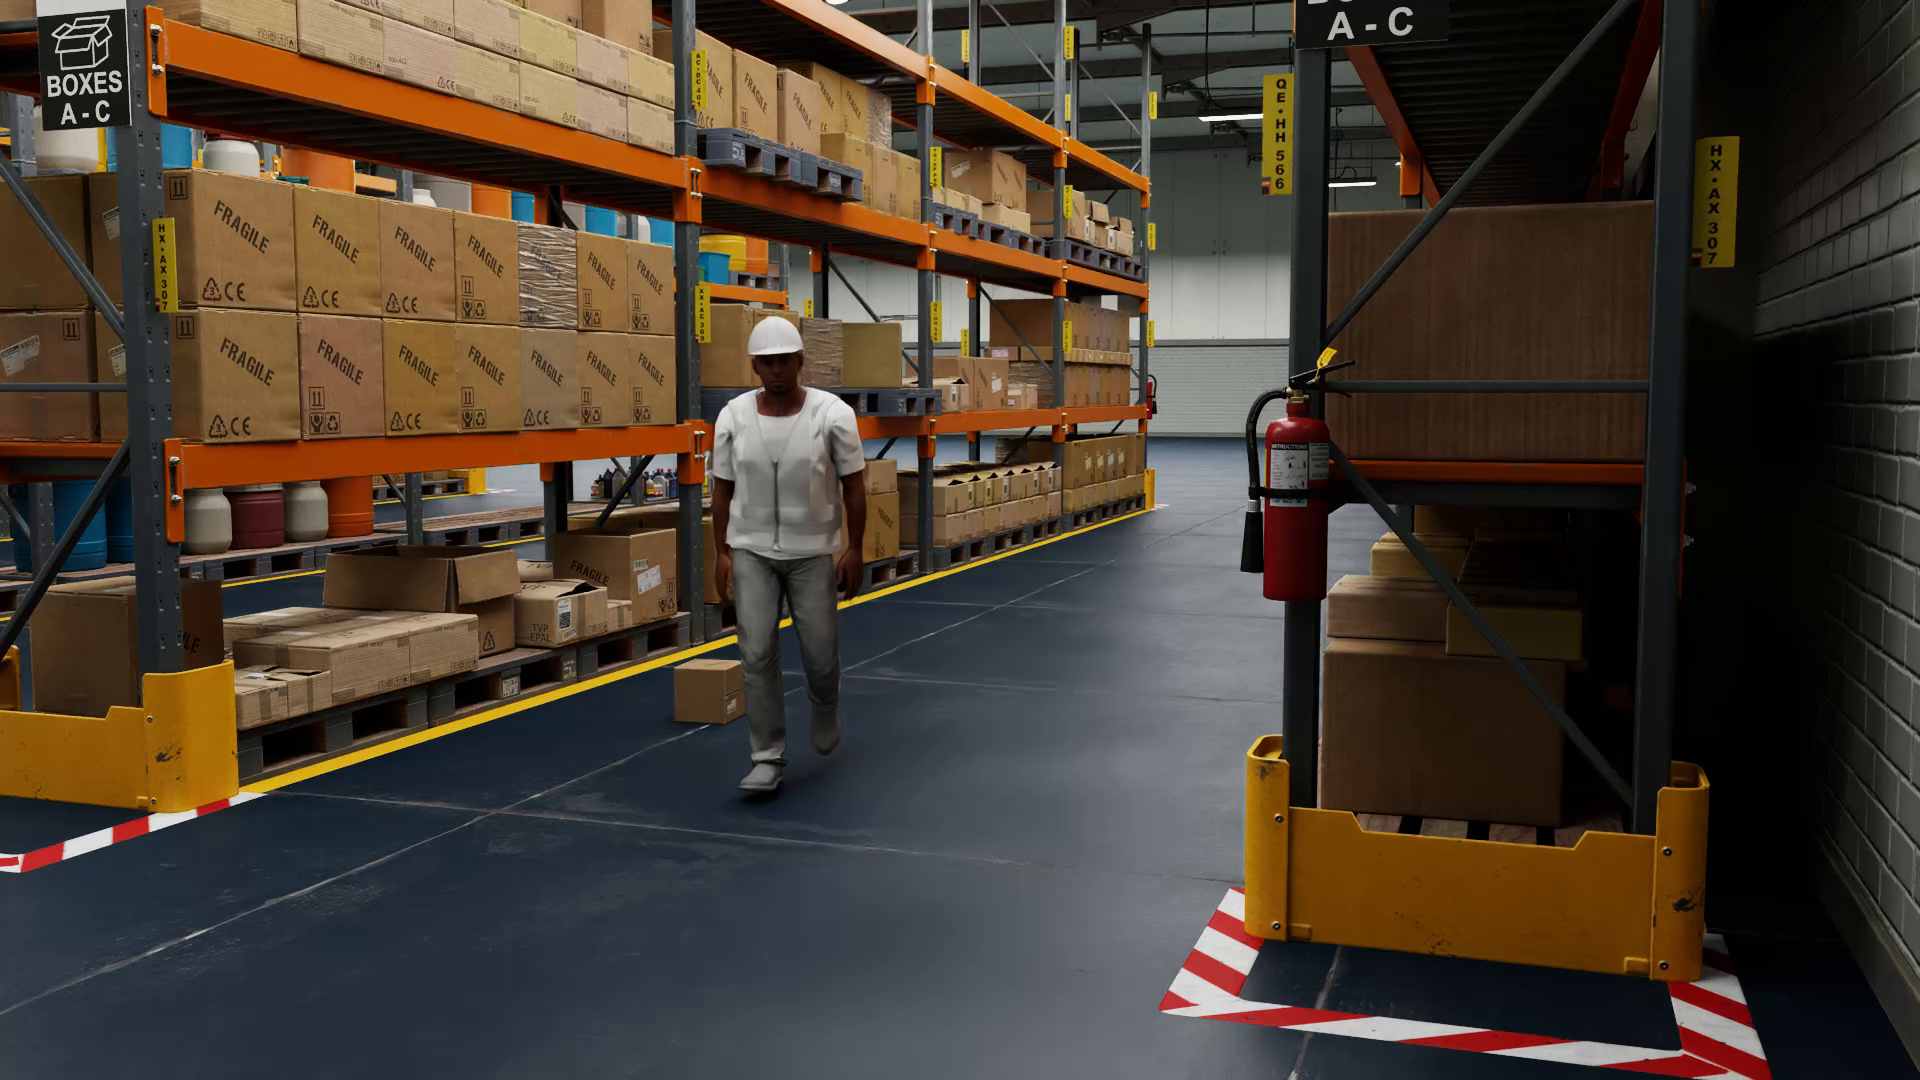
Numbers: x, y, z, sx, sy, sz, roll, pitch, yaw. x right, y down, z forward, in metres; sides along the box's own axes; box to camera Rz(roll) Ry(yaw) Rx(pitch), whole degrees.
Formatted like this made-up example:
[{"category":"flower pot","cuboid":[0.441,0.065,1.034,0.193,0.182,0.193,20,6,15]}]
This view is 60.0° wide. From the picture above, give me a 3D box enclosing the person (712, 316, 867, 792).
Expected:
[{"category":"person","cuboid":[-0.634,0.041,6.279,0.579,1.749,0.706,0,5,4]}]
